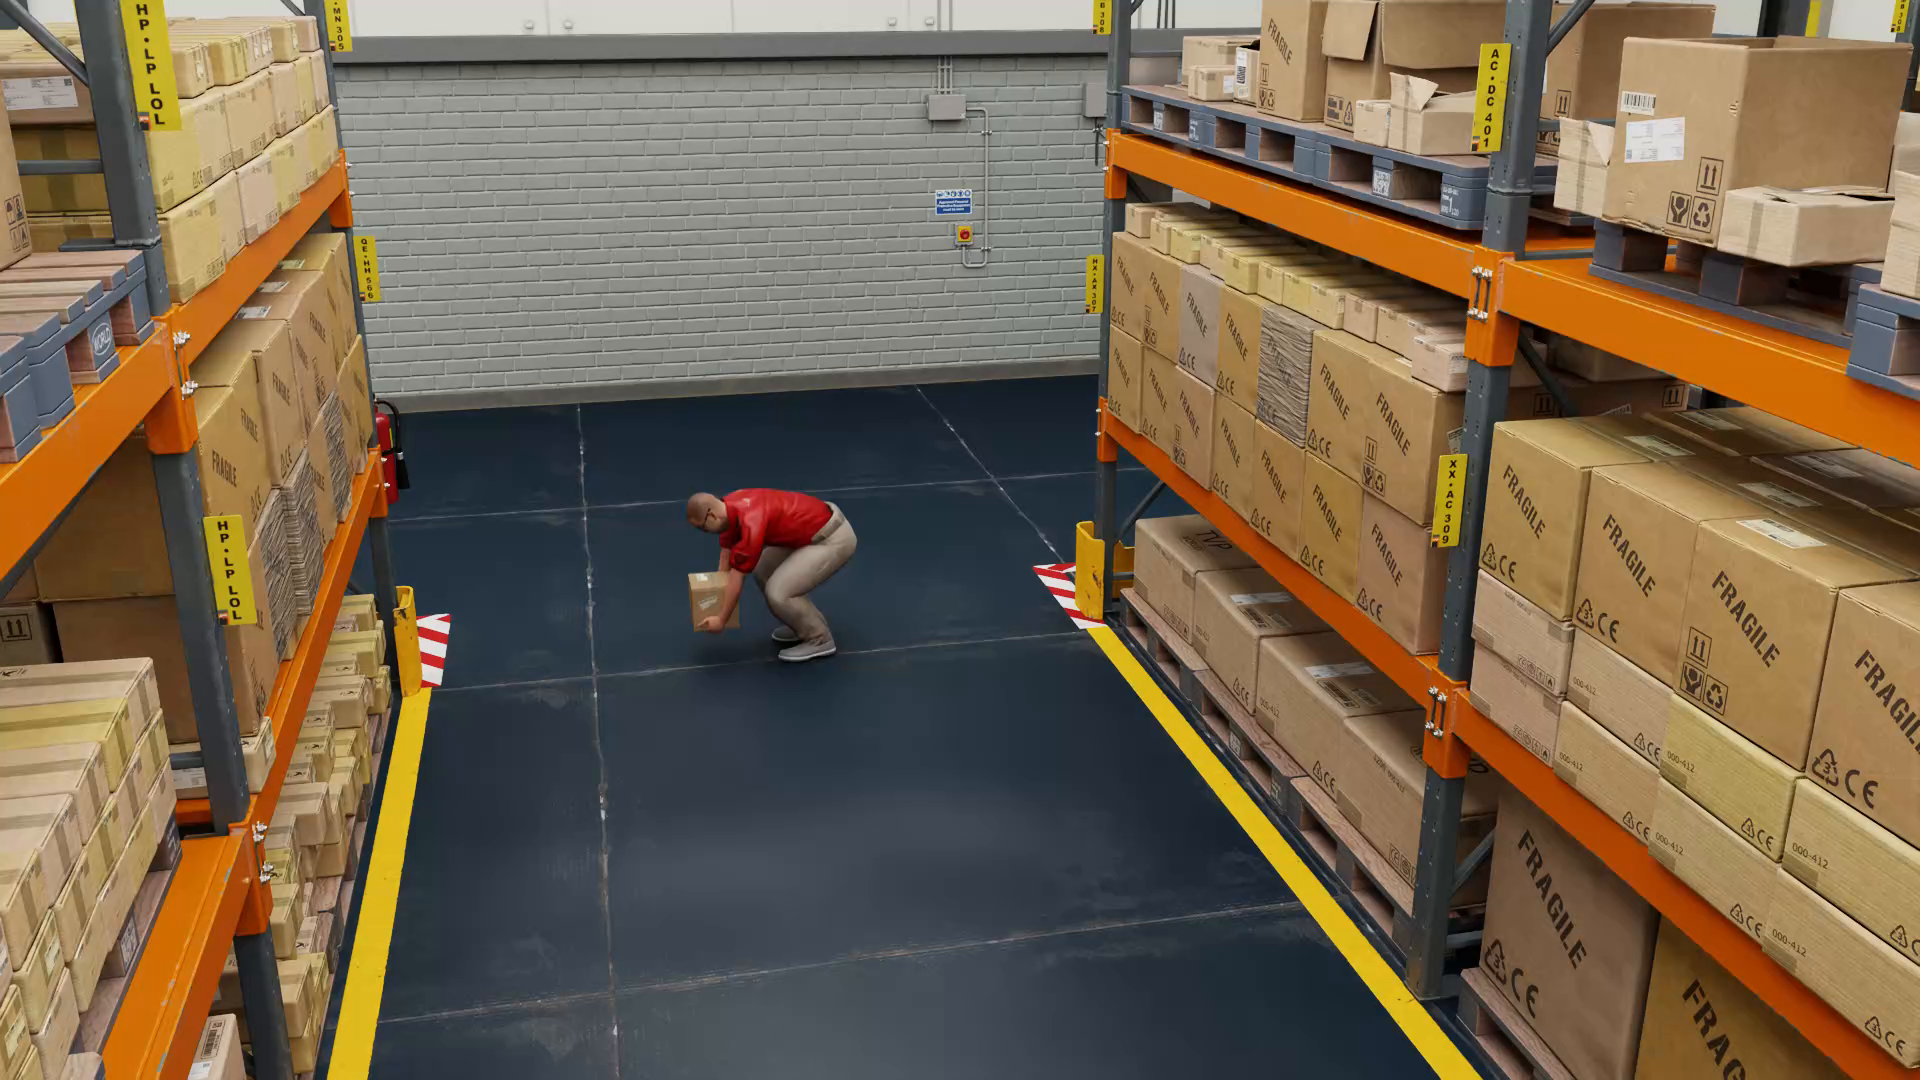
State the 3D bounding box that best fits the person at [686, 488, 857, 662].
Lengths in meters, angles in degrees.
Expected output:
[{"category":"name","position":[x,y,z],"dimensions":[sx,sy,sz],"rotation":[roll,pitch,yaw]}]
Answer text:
[{"category":"person","position":[-1.039,0.167,9.251],"dimensions":[0.931,0.980,0.539],"rotation":[-5,20,-15]}]
